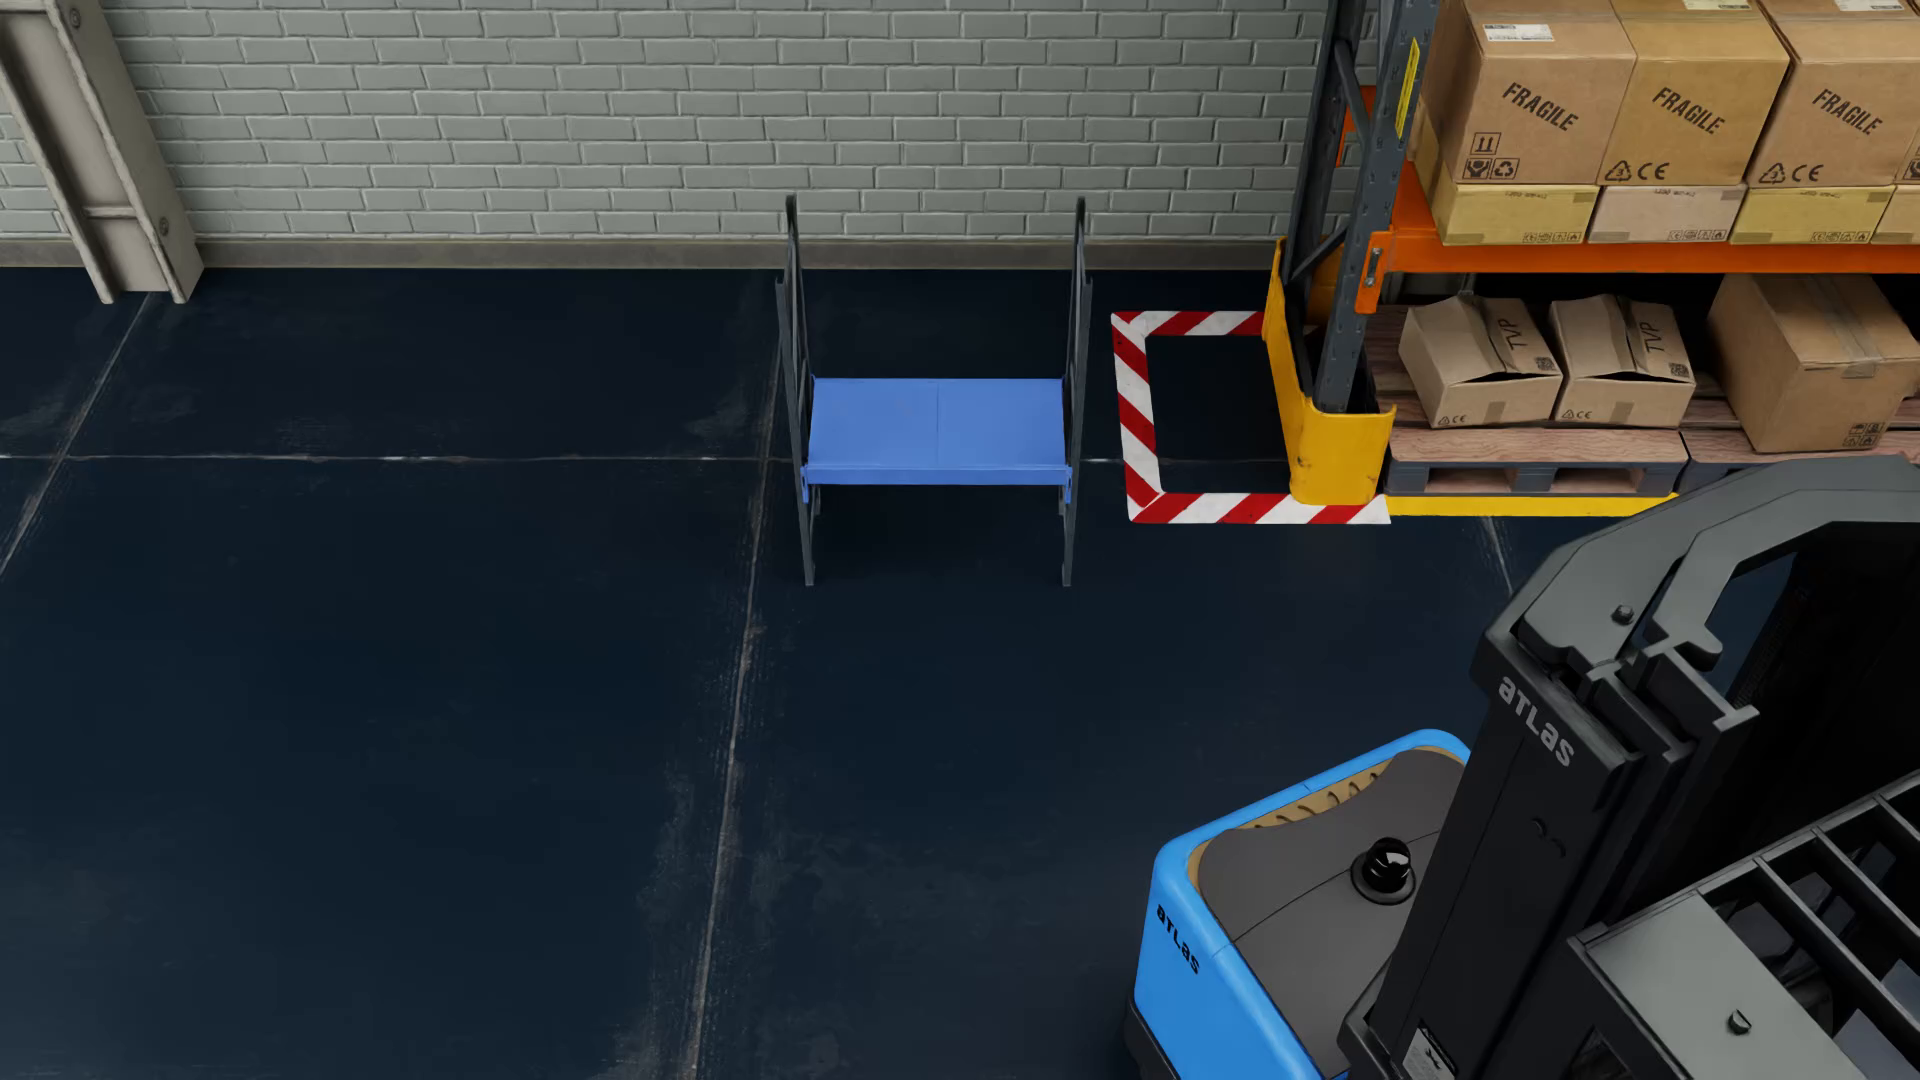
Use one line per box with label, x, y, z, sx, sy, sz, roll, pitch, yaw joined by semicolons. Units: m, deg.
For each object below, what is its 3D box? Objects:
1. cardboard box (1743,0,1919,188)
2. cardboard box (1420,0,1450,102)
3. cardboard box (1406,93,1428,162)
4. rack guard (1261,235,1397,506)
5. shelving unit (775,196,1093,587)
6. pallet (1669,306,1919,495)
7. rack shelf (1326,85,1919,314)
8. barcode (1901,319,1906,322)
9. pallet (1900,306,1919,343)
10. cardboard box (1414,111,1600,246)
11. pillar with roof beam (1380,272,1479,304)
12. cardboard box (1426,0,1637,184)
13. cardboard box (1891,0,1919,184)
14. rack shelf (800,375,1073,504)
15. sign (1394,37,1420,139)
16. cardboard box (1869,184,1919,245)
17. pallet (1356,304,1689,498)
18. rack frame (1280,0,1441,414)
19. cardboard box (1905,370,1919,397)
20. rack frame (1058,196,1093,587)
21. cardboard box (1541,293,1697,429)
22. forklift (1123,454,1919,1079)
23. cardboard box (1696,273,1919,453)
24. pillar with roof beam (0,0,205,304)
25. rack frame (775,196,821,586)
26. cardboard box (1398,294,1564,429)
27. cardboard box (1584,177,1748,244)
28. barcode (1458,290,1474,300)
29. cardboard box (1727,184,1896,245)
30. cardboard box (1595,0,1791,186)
cardboard box;2.966;-1.570;5.739;0.500;0.500;0.500;-1;47;-1
cardboard box;1.951;-1.960;6.102;0.500;0.500;0.500;0;47;0
cardboard box;1.947;-1.691;6.364;0.500;0.250;0.500;1;47;1
rack guard;1.555;-0.743;7.100;0.348;0.500;1.175;0;47;0
shelving unit;-0.085;-0.511;6.201;1.048;1.500;0.538;0;47;0
pallet;3.584;-0.611;7.174;1.213;0.211;1.003;0;47;0
rack shelf;3.479;-1.344;6.443;4.000;0.370;1.077;0;47;0
barcode;4.009;-0.921;7.129;0.075;0.075;0.001;0;47;0
pallet;4.807;-0.610;7.173;1.213;0.211;1.003;0;47;0
cardboard box;1.966;-1.317;6.015;0.500;0.250;0.500;-1;47;-1
pillar with roof beam;2.166;-1.119;1.644;0.400;9.000;9.100;0;47;0
cardboard box;1.955;-1.585;5.752;0.500;0.500;0.500;0;47;0
cardboard box;3.482;-1.577;5.745;0.500;0.500;0.500;1;47;1
rack shelf;-0.085;-0.389;6.333;1.000;0.185;0.538;0;47;0
sign;1.477;-1.493;5.499;0.005;0.325;0.100;0;47;0
cardboard box;3.500;-1.317;6.015;0.500;0.250;0.500;1;47;1
pallet;2.367;-0.616;7.179;1.213;0.211;1.003;0;47;0
rack frame;1.479;-1.595;6.185;0.127;3.000;1.000;0;47;0
cardboard box;3.880;-0.781;7.075;0.250;0.149;0.380;-3;47;-3
rack frame;0.423;-0.510;6.200;0.032;1.500;0.500;0;47;0
cardboard box;2.741;-0.759;6.944;0.500;0.311;0.500;4;47;3
forklift;1.619;1.380;3.463;1.130;2.935;3.031;-20;50;-18
cardboard box;3.474;-0.785;6.839;0.500;0.500;0.700;-3;47;-2
pillar with roof beam;-3.834;-1.135;1.659;0.400;9.000;9.100;0;47;0
rack frame;-0.594;-0.513;6.203;0.032;1.500;0.500;0;47;0
cardboard box;2.170;-0.761;6.945;0.500;0.311;0.500;-5;47;-4
cardboard box;2.485;-1.326;6.024;0.500;0.250;0.500;-1;47;-1
barcode;2.190;-1.057;7.214;0.075;0.075;0.001;0;47;0
cardboard box;2.994;-1.320;6.018;0.500;0.250;0.500;-1;47;0
cardboard box;2.449;-1.576;5.744;0.500;0.500;0.500;0;47;0
